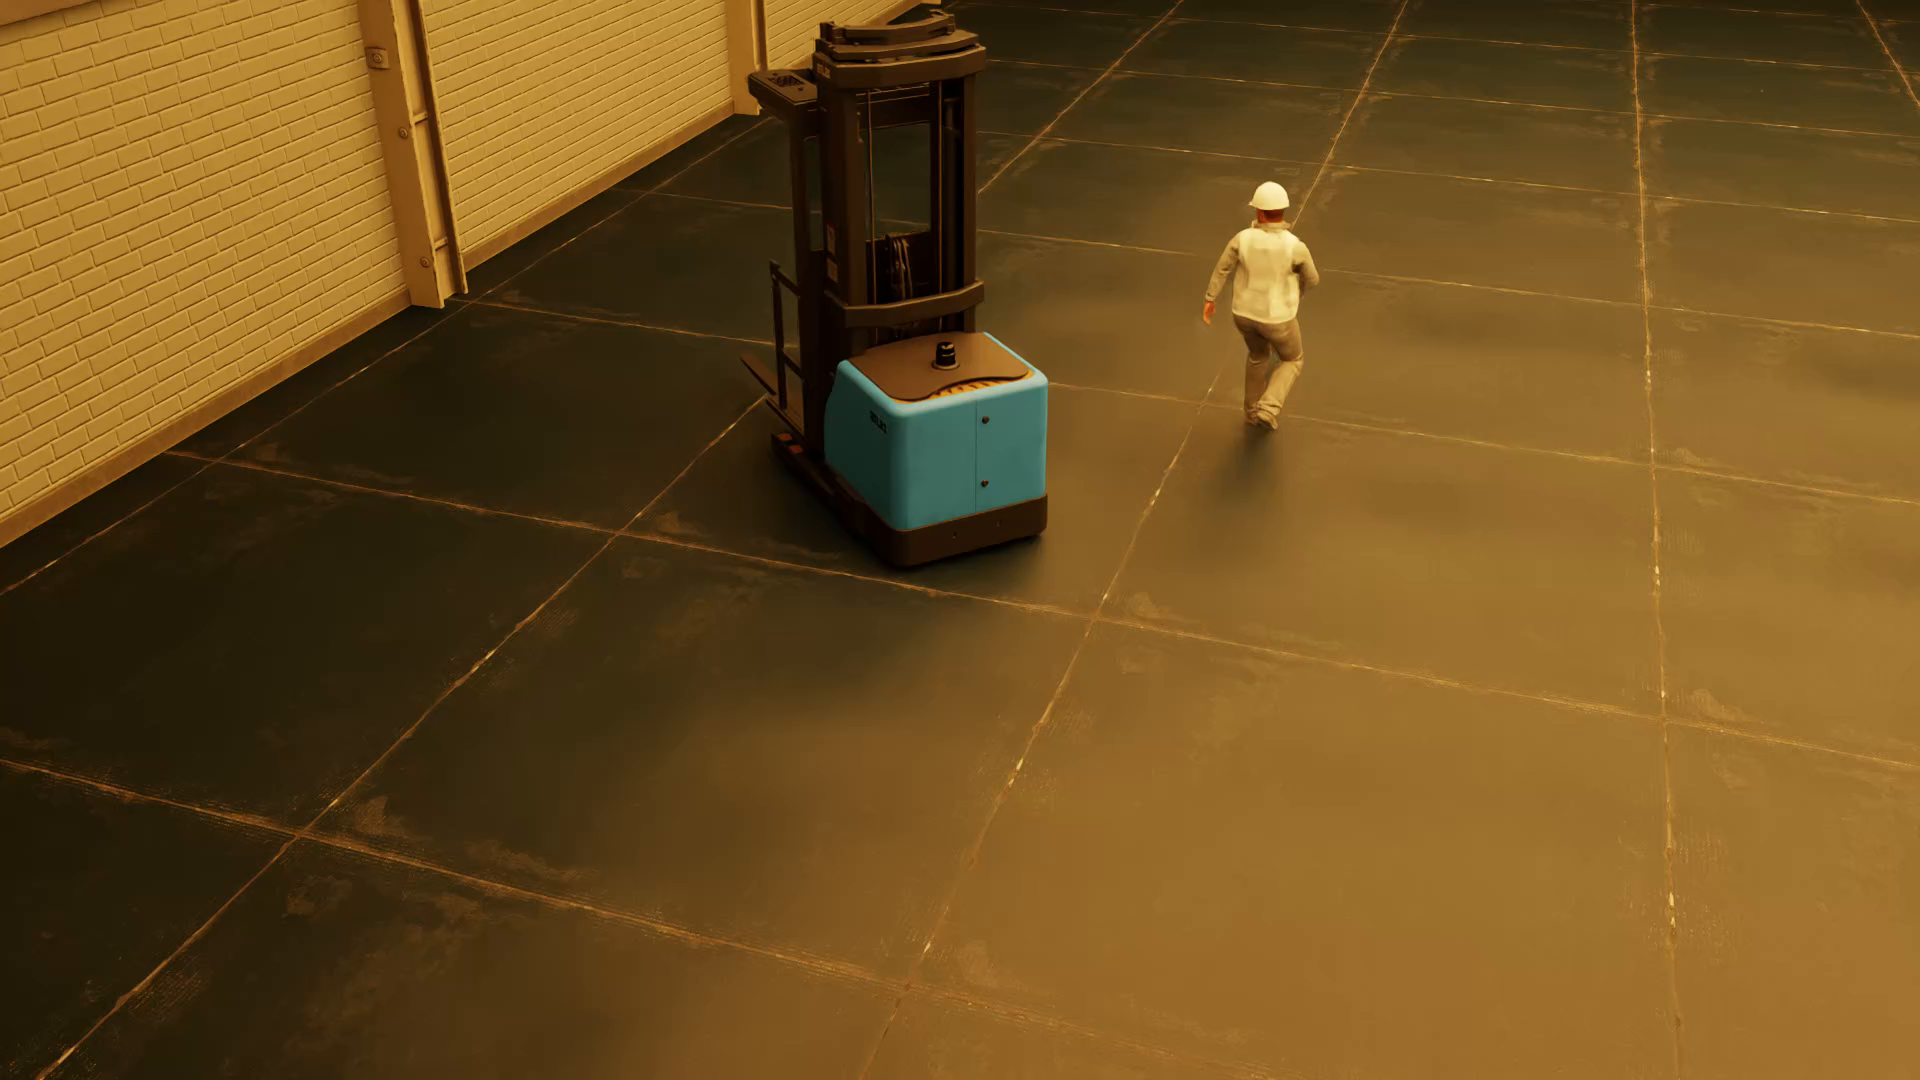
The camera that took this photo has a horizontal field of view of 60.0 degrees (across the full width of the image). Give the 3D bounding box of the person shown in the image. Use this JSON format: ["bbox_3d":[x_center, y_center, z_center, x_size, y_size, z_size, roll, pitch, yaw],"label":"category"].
[{"bbox_3d":[2.022,-1.554,11.090,0.705,1.725,0.555,20,35,31],"label":"person"}]

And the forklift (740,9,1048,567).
[{"bbox_3d":[-0.595,-1.823,10.334,1.130,2.935,3.031,-14,33,-23],"label":"forklift"}]
